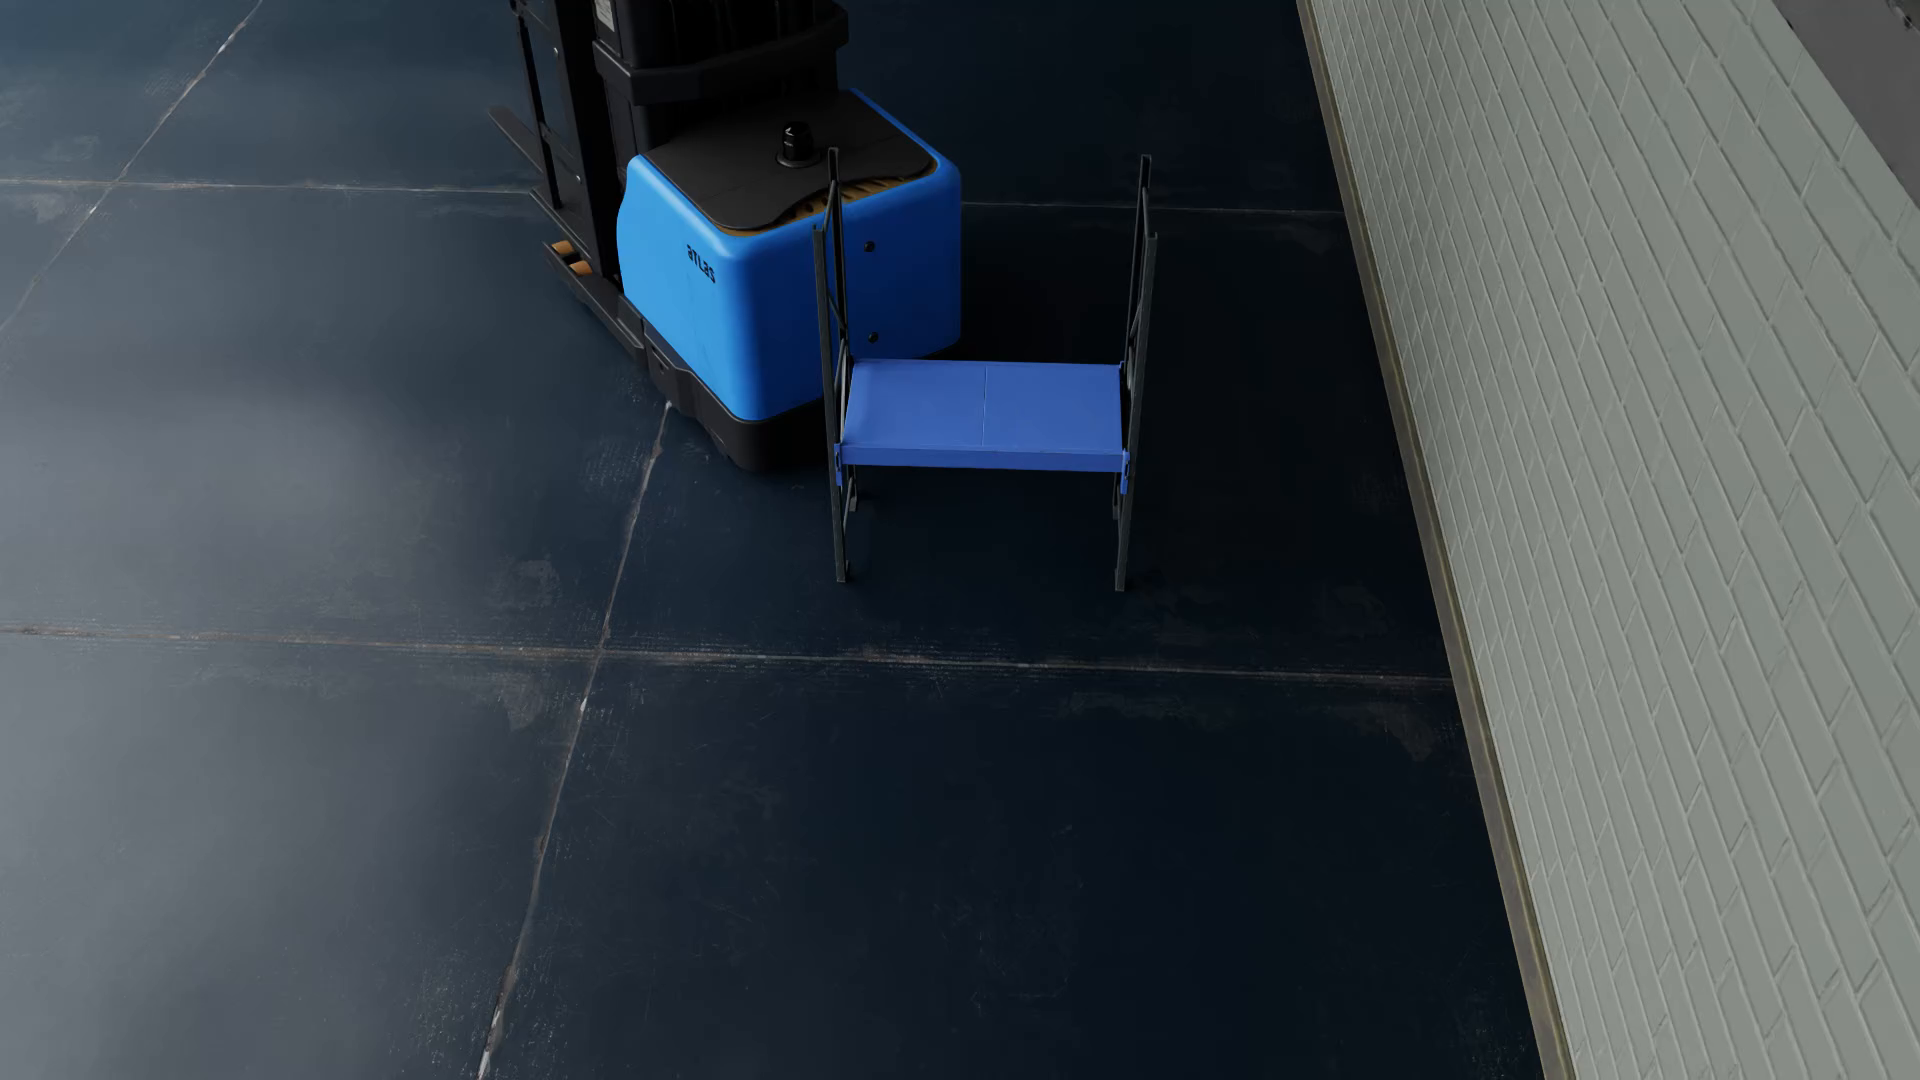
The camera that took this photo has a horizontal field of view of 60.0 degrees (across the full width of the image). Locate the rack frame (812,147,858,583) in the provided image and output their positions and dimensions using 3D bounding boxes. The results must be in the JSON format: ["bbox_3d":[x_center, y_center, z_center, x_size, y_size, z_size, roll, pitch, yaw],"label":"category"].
[{"bbox_3d":[-0.423,-0.562,5.753,0.032,1.500,0.500,2,43,2],"label":"rack frame"}]

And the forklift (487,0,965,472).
[{"bbox_3d":[-1.217,-2.311,6.581,1.130,2.935,3.031,-25,48,-24],"label":"forklift"}]

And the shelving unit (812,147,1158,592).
[{"bbox_3d":[0.085,-0.546,5.736,1.048,1.500,0.538,2,43,2],"label":"shelving unit"}]

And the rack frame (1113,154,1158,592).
[{"bbox_3d":[0.593,-0.531,5.719,0.032,1.500,0.500,2,43,2],"label":"rack frame"}]

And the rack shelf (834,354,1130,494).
[{"bbox_3d":[0.085,-0.415,5.859,1.000,0.185,0.538,2,43,2],"label":"rack shelf"}]
